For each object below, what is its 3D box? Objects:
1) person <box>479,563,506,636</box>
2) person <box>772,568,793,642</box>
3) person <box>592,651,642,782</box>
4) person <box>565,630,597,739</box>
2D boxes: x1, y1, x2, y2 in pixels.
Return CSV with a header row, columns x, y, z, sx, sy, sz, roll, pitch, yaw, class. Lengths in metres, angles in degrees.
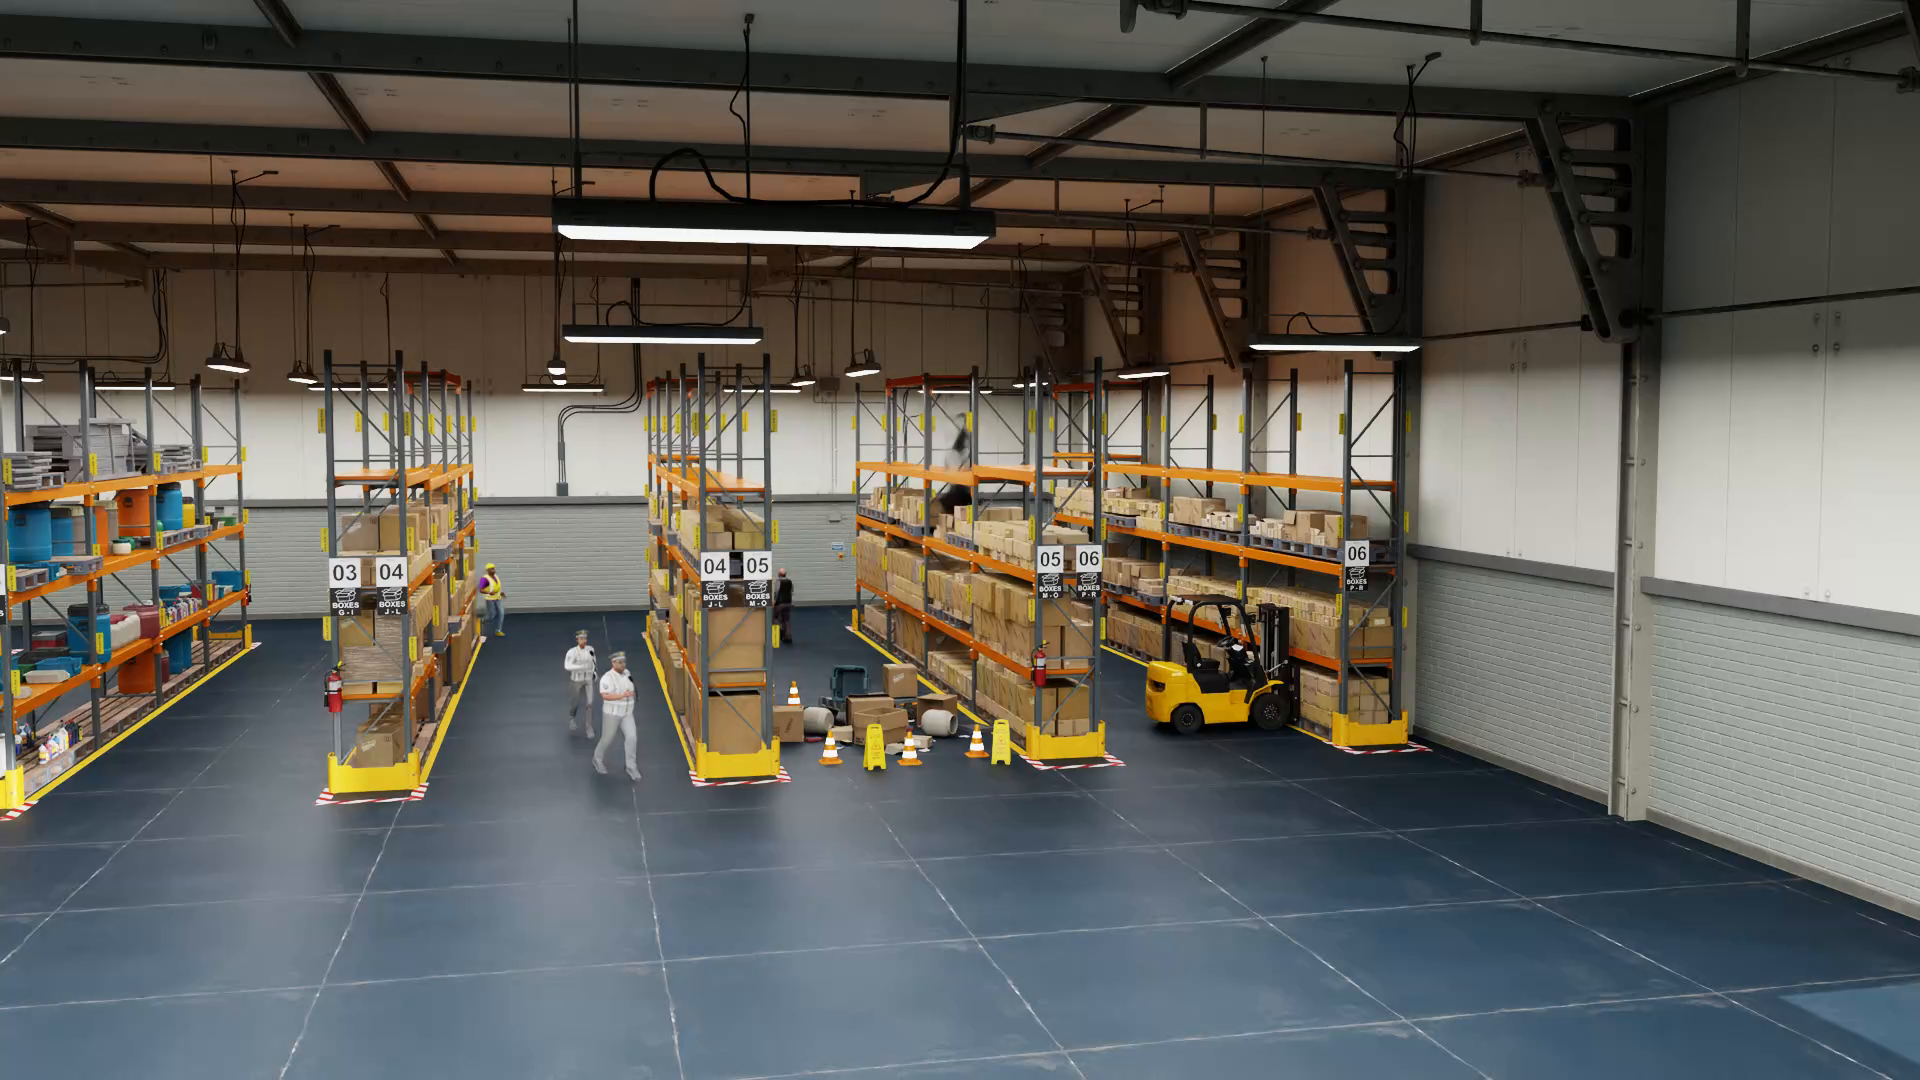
x,y,z,sx,sy,sz,roll,pitch,yaw,class
-11.056,1.409,39.250,0.794,1.731,0.712,2,4,27,person
-4.118,1.490,38.242,0.633,1.678,0.705,-3,5,-39,person
-4.865,2.466,23.523,0.915,1.816,0.641,3,5,41,person
-6.077,2.278,26.689,0.597,1.697,0.919,-2,5,-30,person
